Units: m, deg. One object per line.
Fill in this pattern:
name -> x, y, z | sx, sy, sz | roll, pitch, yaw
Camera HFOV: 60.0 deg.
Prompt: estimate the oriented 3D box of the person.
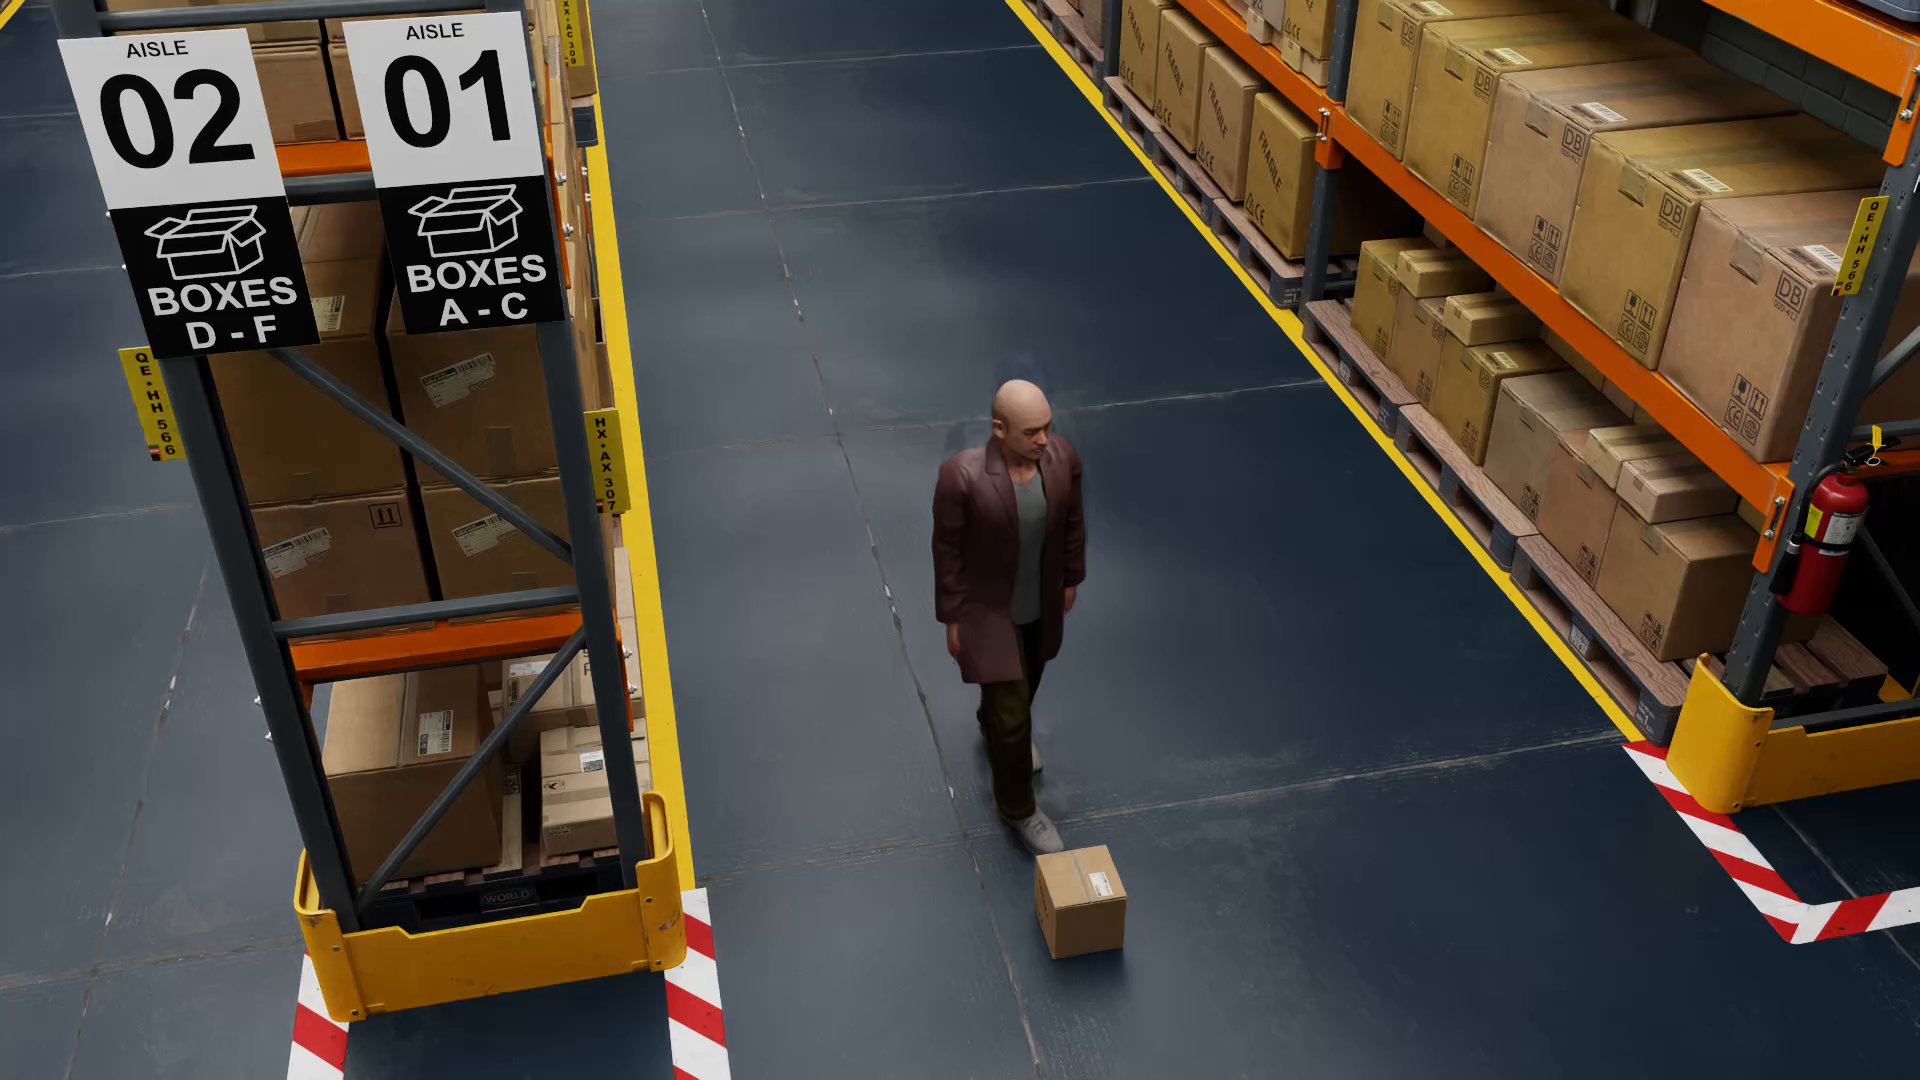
person -> 0.214, 0.230, 5.793 | 0.601, 1.745, 0.817 | -16, 37, -23
